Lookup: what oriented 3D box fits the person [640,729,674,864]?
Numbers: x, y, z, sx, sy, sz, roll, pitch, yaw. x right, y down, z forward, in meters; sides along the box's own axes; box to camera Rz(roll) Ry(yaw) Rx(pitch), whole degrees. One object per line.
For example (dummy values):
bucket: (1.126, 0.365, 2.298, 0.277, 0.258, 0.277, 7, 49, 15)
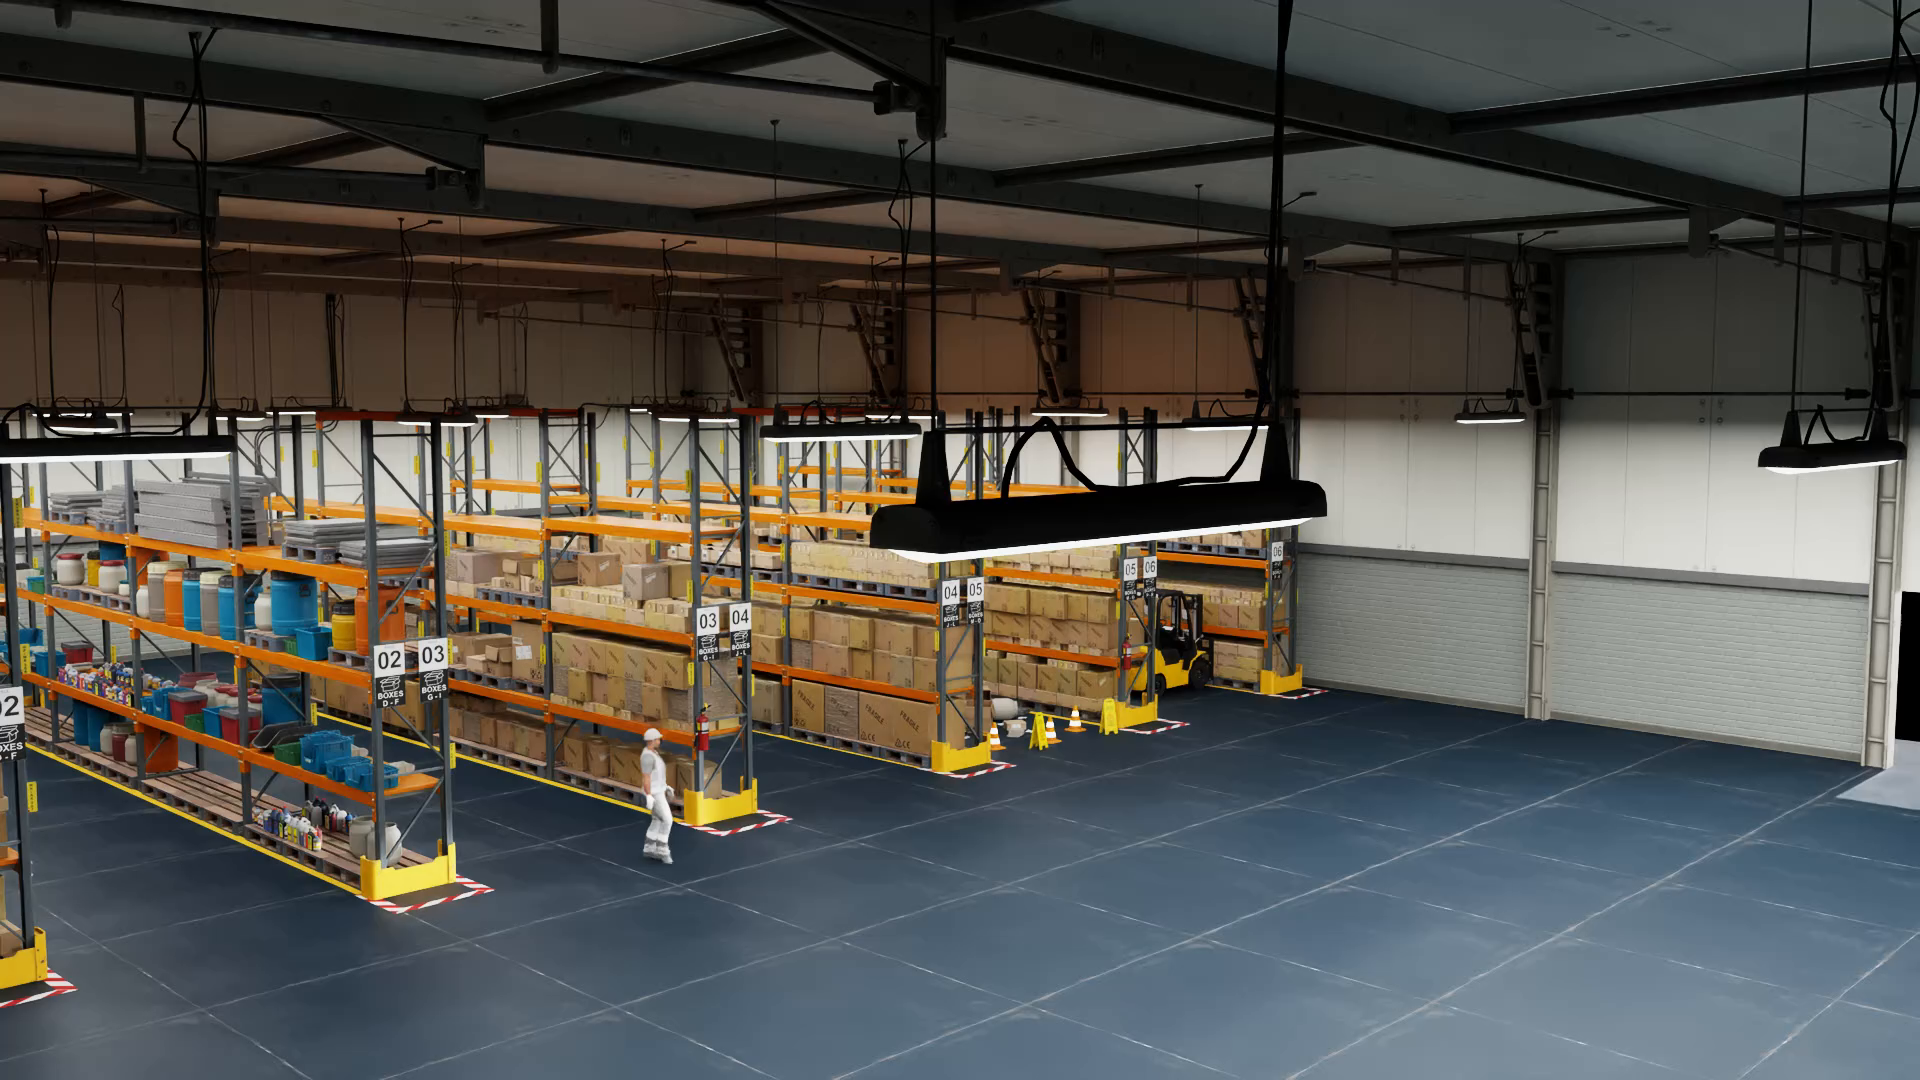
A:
person: (-4.081, 3.474, 22.507, 0.466, 1.858, 0.580, 0, 5, -3)
